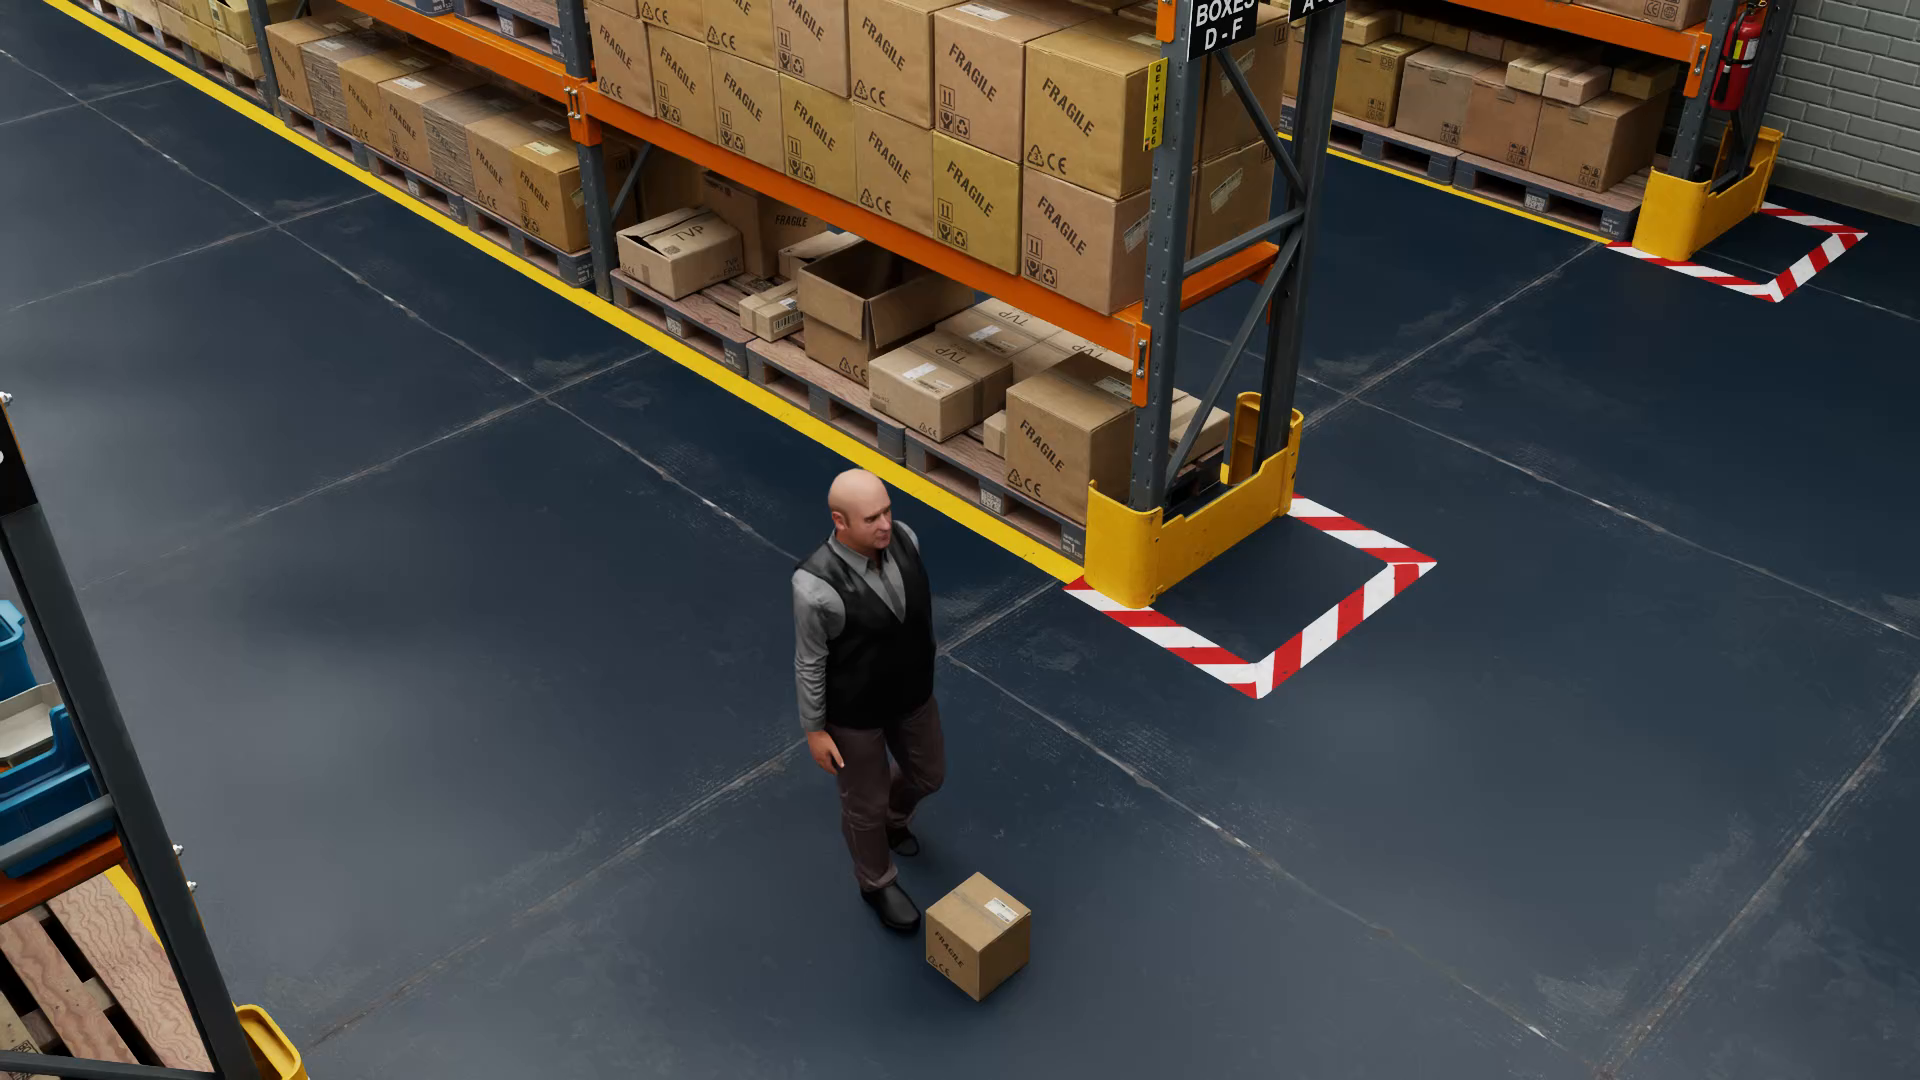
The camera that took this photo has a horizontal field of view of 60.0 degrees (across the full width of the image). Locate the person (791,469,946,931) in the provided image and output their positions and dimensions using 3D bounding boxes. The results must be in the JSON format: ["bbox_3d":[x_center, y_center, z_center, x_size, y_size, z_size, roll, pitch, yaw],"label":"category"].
[{"bbox_3d":[-0.285,0.545,5.429,0.513,1.765,0.570,30,45,35],"label":"person"}]
